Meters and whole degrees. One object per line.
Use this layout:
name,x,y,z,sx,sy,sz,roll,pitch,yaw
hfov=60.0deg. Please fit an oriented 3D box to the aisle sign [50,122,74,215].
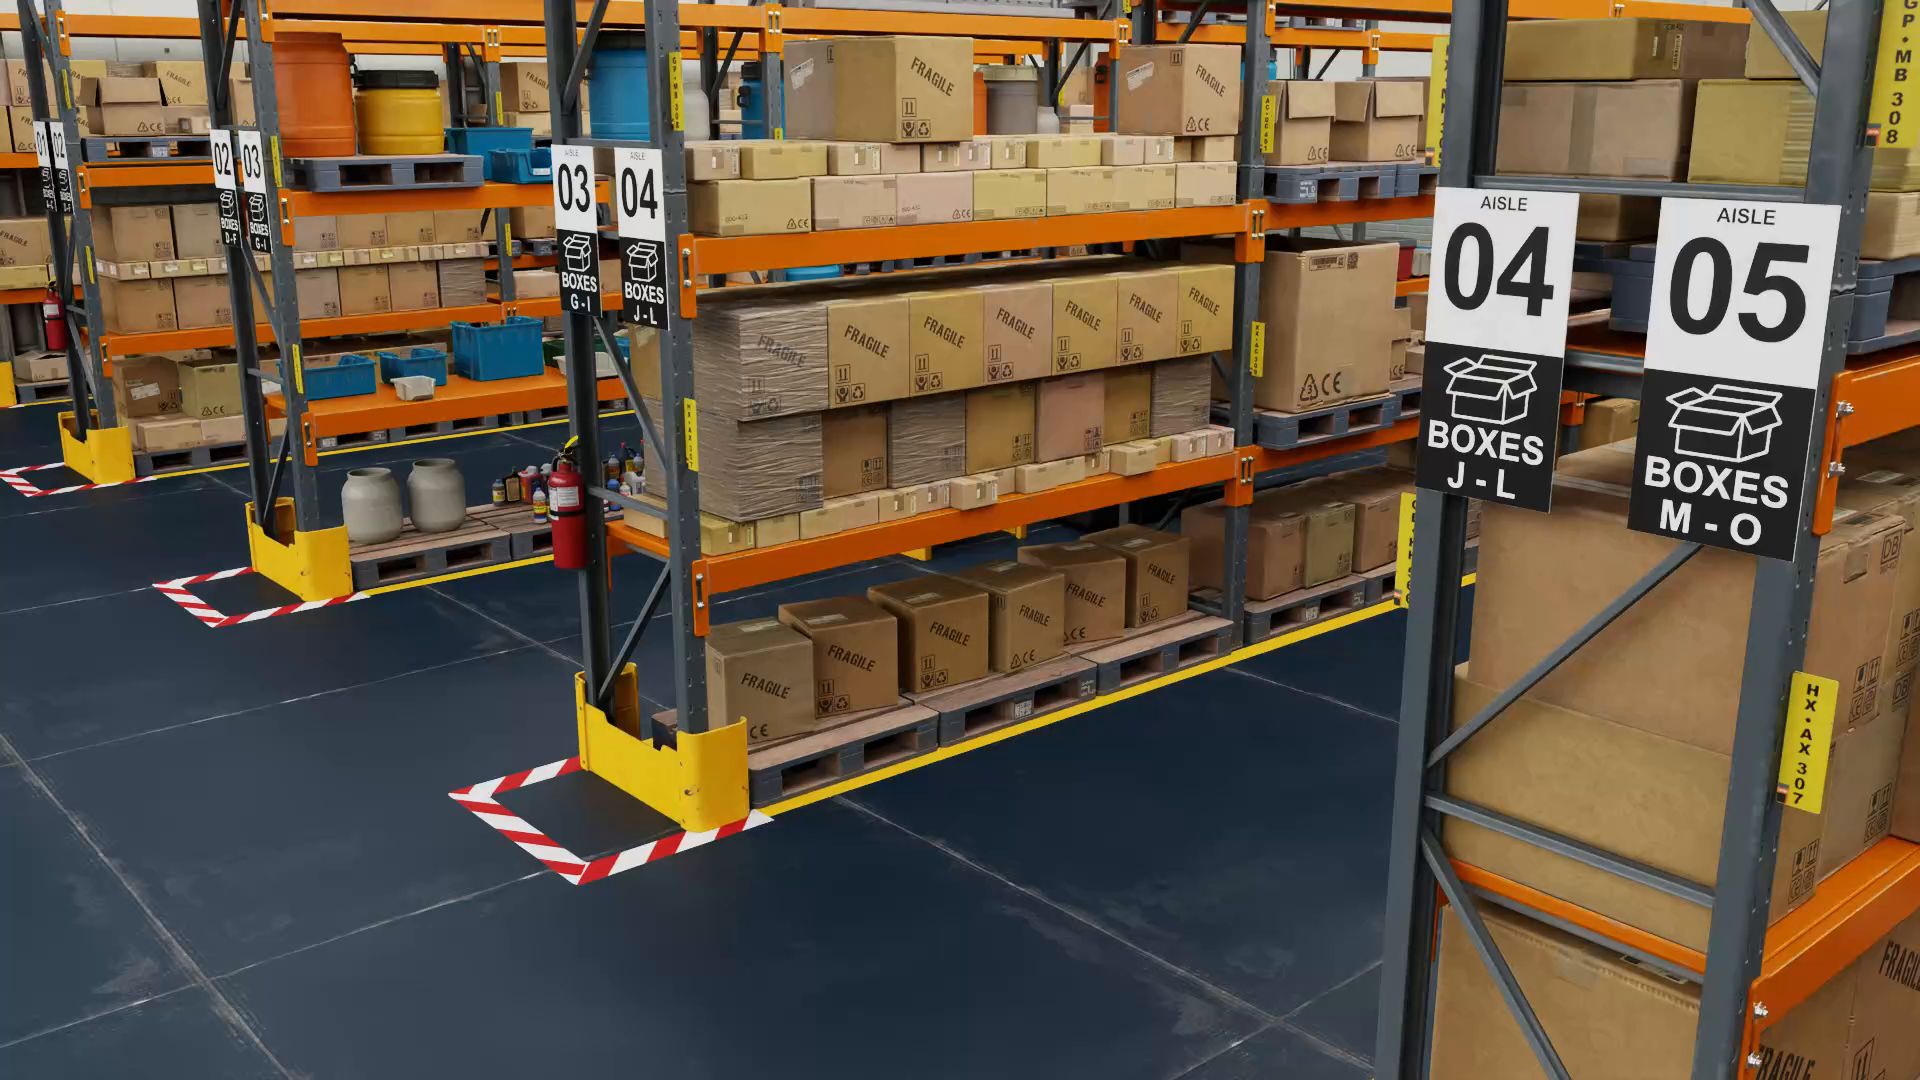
aisle sign,-7.927,-3.280,14.681,0.004,0.787,0.394,-13,19,-39

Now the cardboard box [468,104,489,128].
cardboard box,-6.337,-5.721,22.805,0.637,0.503,0.797,-9,18,-32

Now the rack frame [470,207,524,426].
rack frame,-5.061,-2.773,17.818,0.127,3.000,1.000,-13,19,-39

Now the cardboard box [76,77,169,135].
cardboard box,-7.643,-3.961,15.170,0.637,0.503,0.797,-11,18,-36

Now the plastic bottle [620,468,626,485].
plastic bottle,-2.693,-0.449,13.531,0.133,0.283,0.061,-13,19,-39

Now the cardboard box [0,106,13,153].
cardboard box,-10.917,-4.574,18.516,0.500,0.500,0.500,-12,19,-38

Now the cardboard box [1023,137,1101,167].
cardboard box,0.555,-2.134,9.131,0.250,0.149,0.380,-12,19,-37

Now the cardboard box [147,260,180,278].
cardboard box,-7.444,-2.527,15.446,0.250,0.149,0.380,-13,20,-41

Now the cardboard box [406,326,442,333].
cardboard box,-7.415,-2.967,22.535,0.500,0.500,0.700,-13,20,-40

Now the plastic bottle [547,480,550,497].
plastic bottle,-3.324,-0.427,13.606,0.097,0.201,0.097,0,15,0

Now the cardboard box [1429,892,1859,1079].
cardboard box,2.069,1.513,5.078,0.875,0.875,0.875,-13,19,-39

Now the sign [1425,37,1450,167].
sign,1.255,-1.130,4.293,0.005,0.325,0.100,-13,19,-39

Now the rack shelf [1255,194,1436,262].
rack shelf,2.947,-2.284,11.570,4.000,0.370,1.077,-13,19,-39

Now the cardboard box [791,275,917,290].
cardboard box,-0.574,-1.152,9.044,0.500,0.500,0.500,-13,19,-39

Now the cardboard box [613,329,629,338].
cardboard box,-3.796,-2.300,19.477,0.500,0.311,0.500,-13,20,-40

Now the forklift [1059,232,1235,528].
forklift,1.874,-1.802,14.318,3.031,2.935,1.130,-12,19,-38

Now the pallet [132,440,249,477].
pallet,-7.530,-0.886,16.156,1.213,0.211,1.003,-13,19,-39

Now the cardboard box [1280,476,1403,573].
cardboard box,2.710,-0.120,11.879,0.700,0.500,0.500,14,20,42

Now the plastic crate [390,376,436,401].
plastic crate,-3.944,-1.092,12.036,0.250,0.136,0.298,-13,19,-39

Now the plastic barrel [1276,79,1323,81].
plastic barrel,3.667,-4.712,18.087,0.600,0.588,0.600,0,15,0

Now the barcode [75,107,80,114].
barcode,-8.168,-3.970,15.362,0.075,0.075,0.001,-13,19,-39

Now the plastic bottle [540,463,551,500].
plastic bottle,-3.420,-0.484,13.675,0.135,0.276,0.152,-13,20,-41

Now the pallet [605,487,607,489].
pallet,-2.347,-0.355,14.170,1.213,0.211,1.003,-13,19,-39

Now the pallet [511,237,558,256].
pallet,-5.766,-4.180,23.458,1.003,0.211,1.213,-13,19,-39

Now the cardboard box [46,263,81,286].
cardboard box,-10.375,-3.108,19.324,0.500,0.250,0.500,-13,20,-41

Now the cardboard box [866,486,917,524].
cardboard box,-0.440,-0.212,8.717,0.250,0.149,0.380,-13,19,-39

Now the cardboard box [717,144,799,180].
cardboard box,-0.960,-1.762,7.740,0.250,0.149,0.380,-12,19,-38

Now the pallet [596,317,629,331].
pallet,-4.654,-3.186,24.768,1.213,0.211,1.003,-13,19,-39

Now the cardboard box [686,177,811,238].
cardboard box,-1.046,-1.574,7.808,0.500,0.250,0.500,-12,19,-38

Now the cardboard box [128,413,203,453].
cardboard box,-7.528,-1.017,15.760,0.500,0.250,0.500,-13,19,-39

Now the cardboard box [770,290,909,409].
cardboard box,-0.603,-0.964,8.341,0.500,0.500,0.500,-13,19,-39

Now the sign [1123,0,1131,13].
sign,1.571,-5.122,15.613,0.005,0.325,0.100,-13,19,-39

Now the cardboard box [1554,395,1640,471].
cardboard box,4.990,-0.810,13.775,0.875,0.875,1.225,-14,20,-42

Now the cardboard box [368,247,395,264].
cardboard box,-5.895,-2.875,16.749,0.250,0.149,0.380,-13,20,-40

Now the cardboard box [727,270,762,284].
cardboard box,-2.541,-3.123,19.615,0.250,0.149,0.380,-13,19,-39

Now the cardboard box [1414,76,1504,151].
cardboard box,3.497,-2.961,11.547,0.500,0.500,0.500,-12,19,-38

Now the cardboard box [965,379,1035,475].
cardboard box,-0.057,-0.713,9.335,0.500,0.500,0.875,-13,19,-39

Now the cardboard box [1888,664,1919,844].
cardboard box,2.756,0.505,5.257,0.550,0.550,0.875,-13,19,-39

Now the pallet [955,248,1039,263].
pallet,0.299,-3.921,22.489,1.213,0.211,1.003,-13,19,-39

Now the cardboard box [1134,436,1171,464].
cardboard box,1.047,-0.557,10.011,0.250,0.149,0.380,-13,19,-39

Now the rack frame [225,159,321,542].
rack frame,-4.830,-1.130,11.669,0.127,3.000,1.000,-13,19,-39

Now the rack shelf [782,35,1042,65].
rack shelf,-0.535,-6.147,20.993,4.000,0.370,1.077,-13,19,-39

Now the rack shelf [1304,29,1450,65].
rack shelf,5.731,-5.859,19.918,4.000,0.370,1.077,-13,19,-39

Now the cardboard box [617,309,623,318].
cardboard box,-4.658,-3.677,24.557,0.750,0.750,0.750,-13,20,-40

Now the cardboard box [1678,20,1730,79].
cardboard box,1.821,-1.313,4.473,0.250,0.149,0.380,-13,19,-39

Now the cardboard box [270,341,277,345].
cardboard box,-8.700,-2.484,21.374,0.380,0.166,0.250,13,20,40

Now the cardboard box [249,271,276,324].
cardboard box,-6.947,-2.393,16.202,0.500,0.500,0.700,-12,19,-39

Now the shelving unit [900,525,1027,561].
shelving unit,-0.058,-0.712,13.008,1.083,1.500,0.587,-13,19,-39

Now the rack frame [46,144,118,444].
rack frame,-8.079,-2.095,15.281,0.127,3.000,1.000,-13,19,-39

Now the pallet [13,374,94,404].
pallet,-10.640,-1.855,19.787,1.213,0.211,1.003,-13,19,-39

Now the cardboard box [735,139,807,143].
cardboard box,-0.993,-1.979,8.553,0.250,0.149,0.380,-13,19,-39

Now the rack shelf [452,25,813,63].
rack shelf,-3.553,-5.469,18.457,4.000,0.370,1.077,-13,19,-39

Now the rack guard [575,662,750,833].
rack guard,-1.522,1.029,8.430,0.348,0.500,1.175,-13,19,-39

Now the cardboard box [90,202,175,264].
cardboard box,-7.679,-2.856,15.421,0.500,0.500,0.700,-13,19,-39

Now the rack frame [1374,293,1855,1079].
rack frame,1.601,0.817,4.380,0.127,3.000,1.000,-13,19,-39

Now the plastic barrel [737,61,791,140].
plastic barrel,-1.572,-3.628,14.234,0.708,0.901,0.600,-13,19,-39

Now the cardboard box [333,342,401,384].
cardboard box,-6.027,-1.721,16.940,0.500,0.500,0.500,-13,19,-39
